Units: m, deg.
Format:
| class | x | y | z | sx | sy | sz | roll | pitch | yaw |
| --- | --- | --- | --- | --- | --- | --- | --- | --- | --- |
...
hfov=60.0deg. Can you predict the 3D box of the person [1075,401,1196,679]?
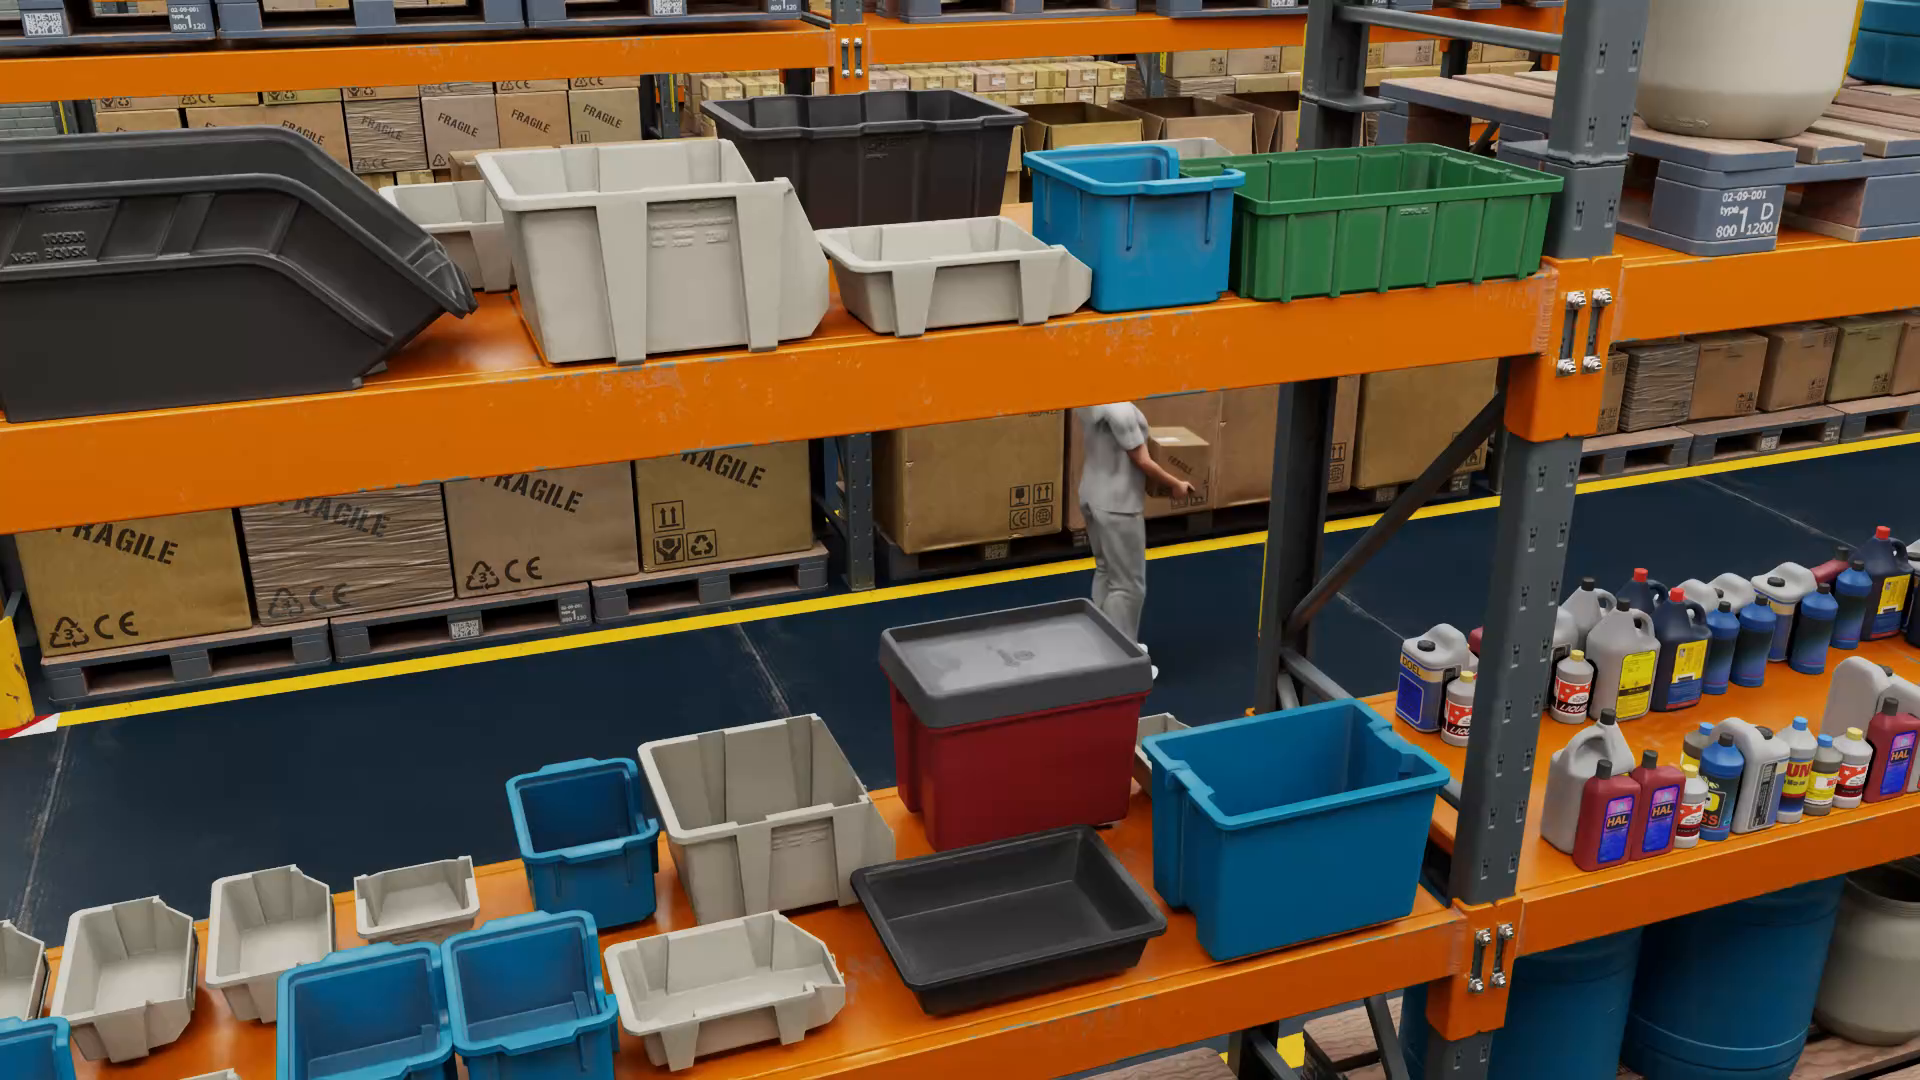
| class | x | y | z | sx | sy | sz | roll | pitch | yaw |
| --- | --- | --- | --- | --- | --- | --- | --- | --- | --- |
| person | 0.745 | -0.143 | 7.497 | 0.549 | 1.627 | 0.442 | -8 | 24 | -19 |
